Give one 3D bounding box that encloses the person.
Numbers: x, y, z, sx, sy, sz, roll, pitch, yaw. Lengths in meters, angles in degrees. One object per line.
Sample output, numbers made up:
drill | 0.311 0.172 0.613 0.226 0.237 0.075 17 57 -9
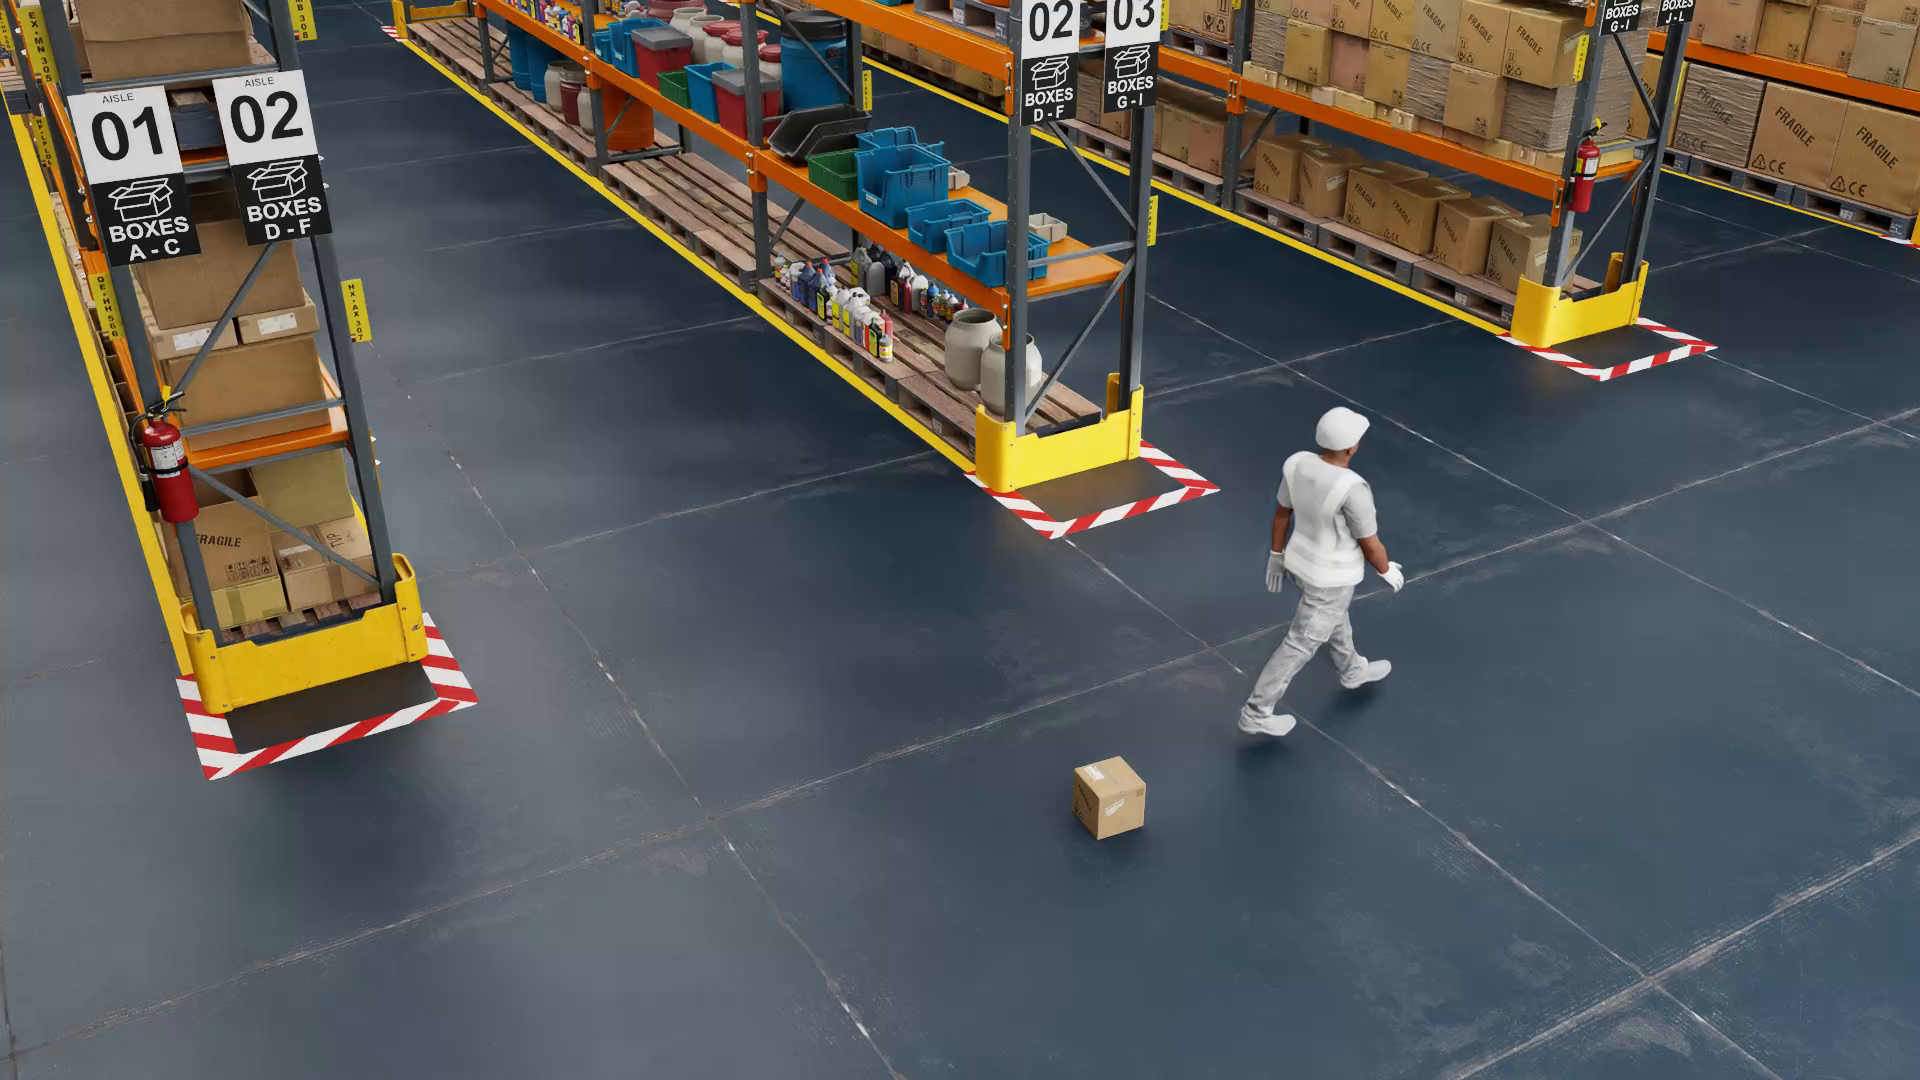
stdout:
person | 1.879 0.124 8.298 1.062 1.729 0.541 -11 31 -20
